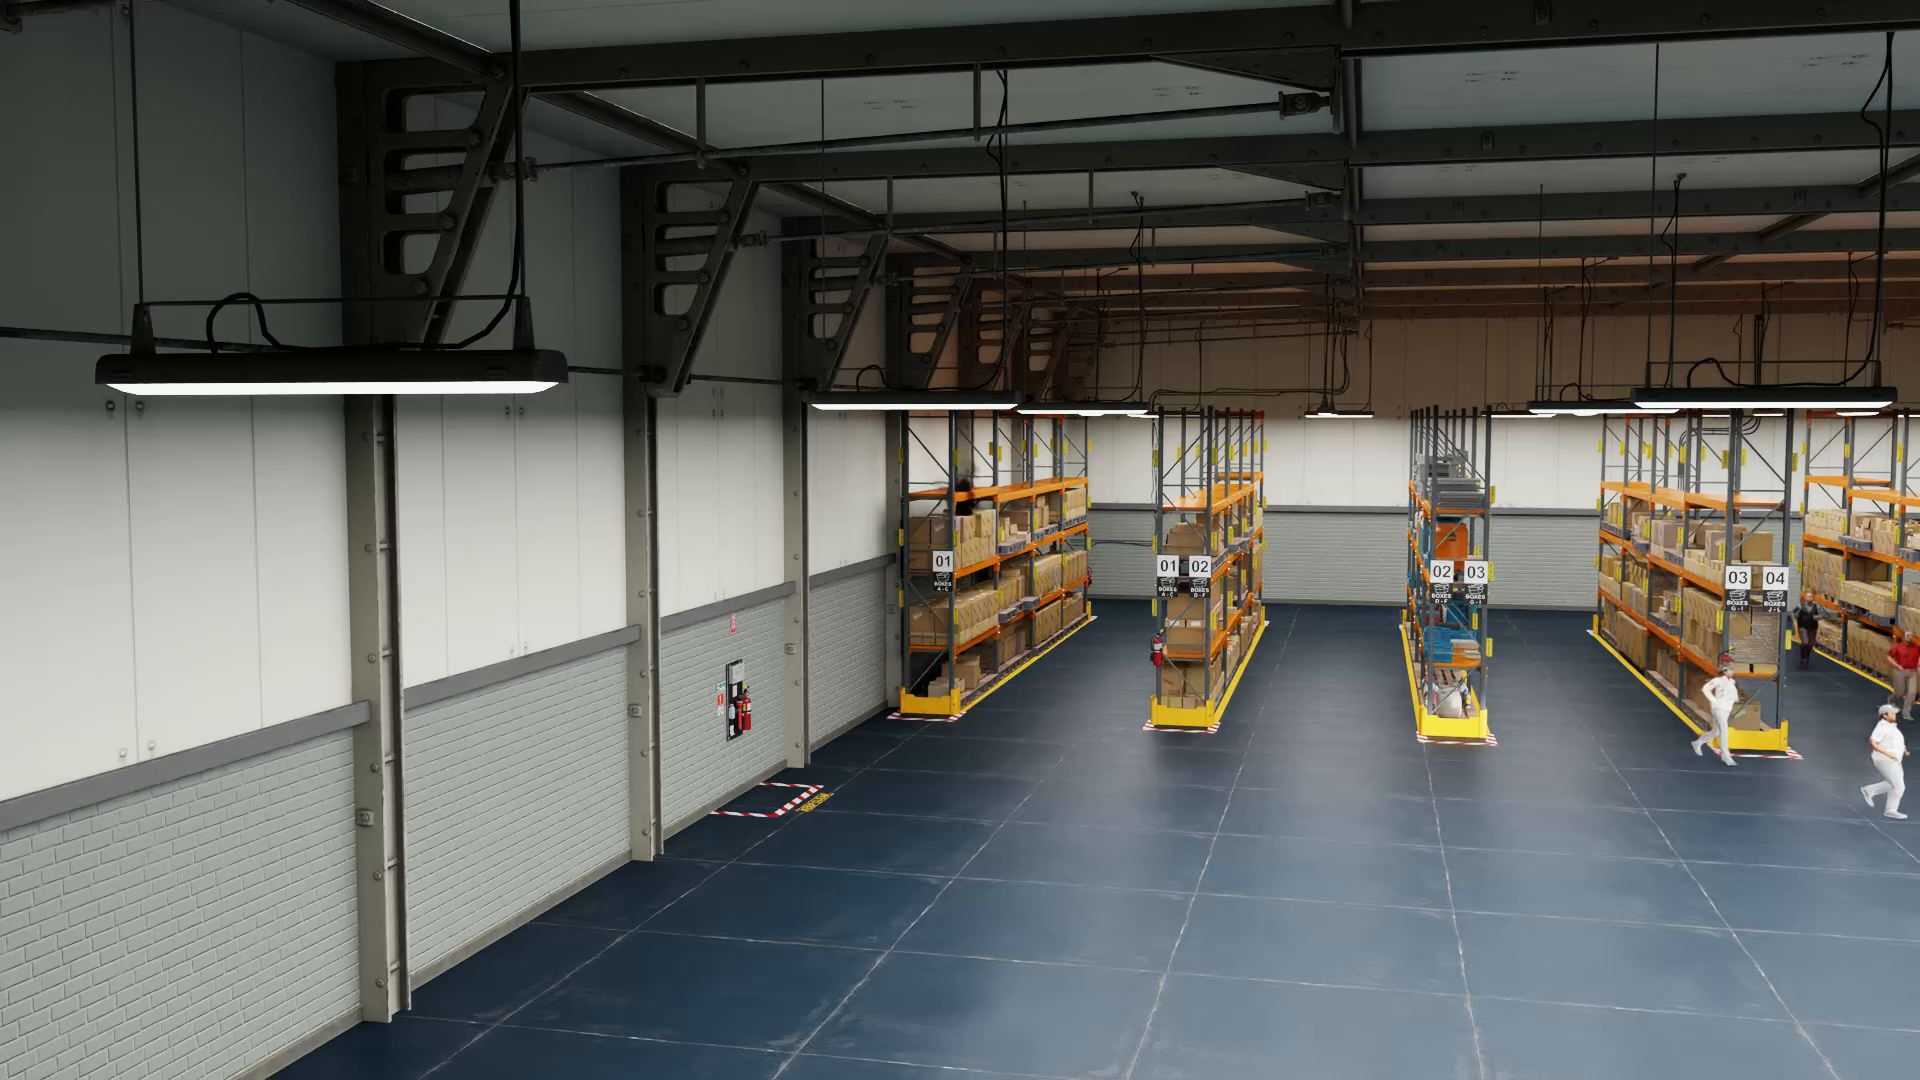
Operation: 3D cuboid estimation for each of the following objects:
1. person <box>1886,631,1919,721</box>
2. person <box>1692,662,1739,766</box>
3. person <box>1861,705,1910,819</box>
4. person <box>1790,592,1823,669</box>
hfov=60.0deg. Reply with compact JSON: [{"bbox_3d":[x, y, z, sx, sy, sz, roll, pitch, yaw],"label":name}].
[{"bbox_3d":[18.159,2.579,31.957,0.660,1.699,0.772,0,4,5],"label":"person"},{"bbox_3d":[12.849,2.886,28.042,0.637,1.701,0.858,-2,5,-30],"label":"person"},{"bbox_3d":[13.390,3.186,24.066,0.611,1.619,0.645,-4,6,-45],"label":"person"},{"bbox_3d":[19.637,2.103,38.537,0.625,1.780,0.758,1,4,9],"label":"person"}]
